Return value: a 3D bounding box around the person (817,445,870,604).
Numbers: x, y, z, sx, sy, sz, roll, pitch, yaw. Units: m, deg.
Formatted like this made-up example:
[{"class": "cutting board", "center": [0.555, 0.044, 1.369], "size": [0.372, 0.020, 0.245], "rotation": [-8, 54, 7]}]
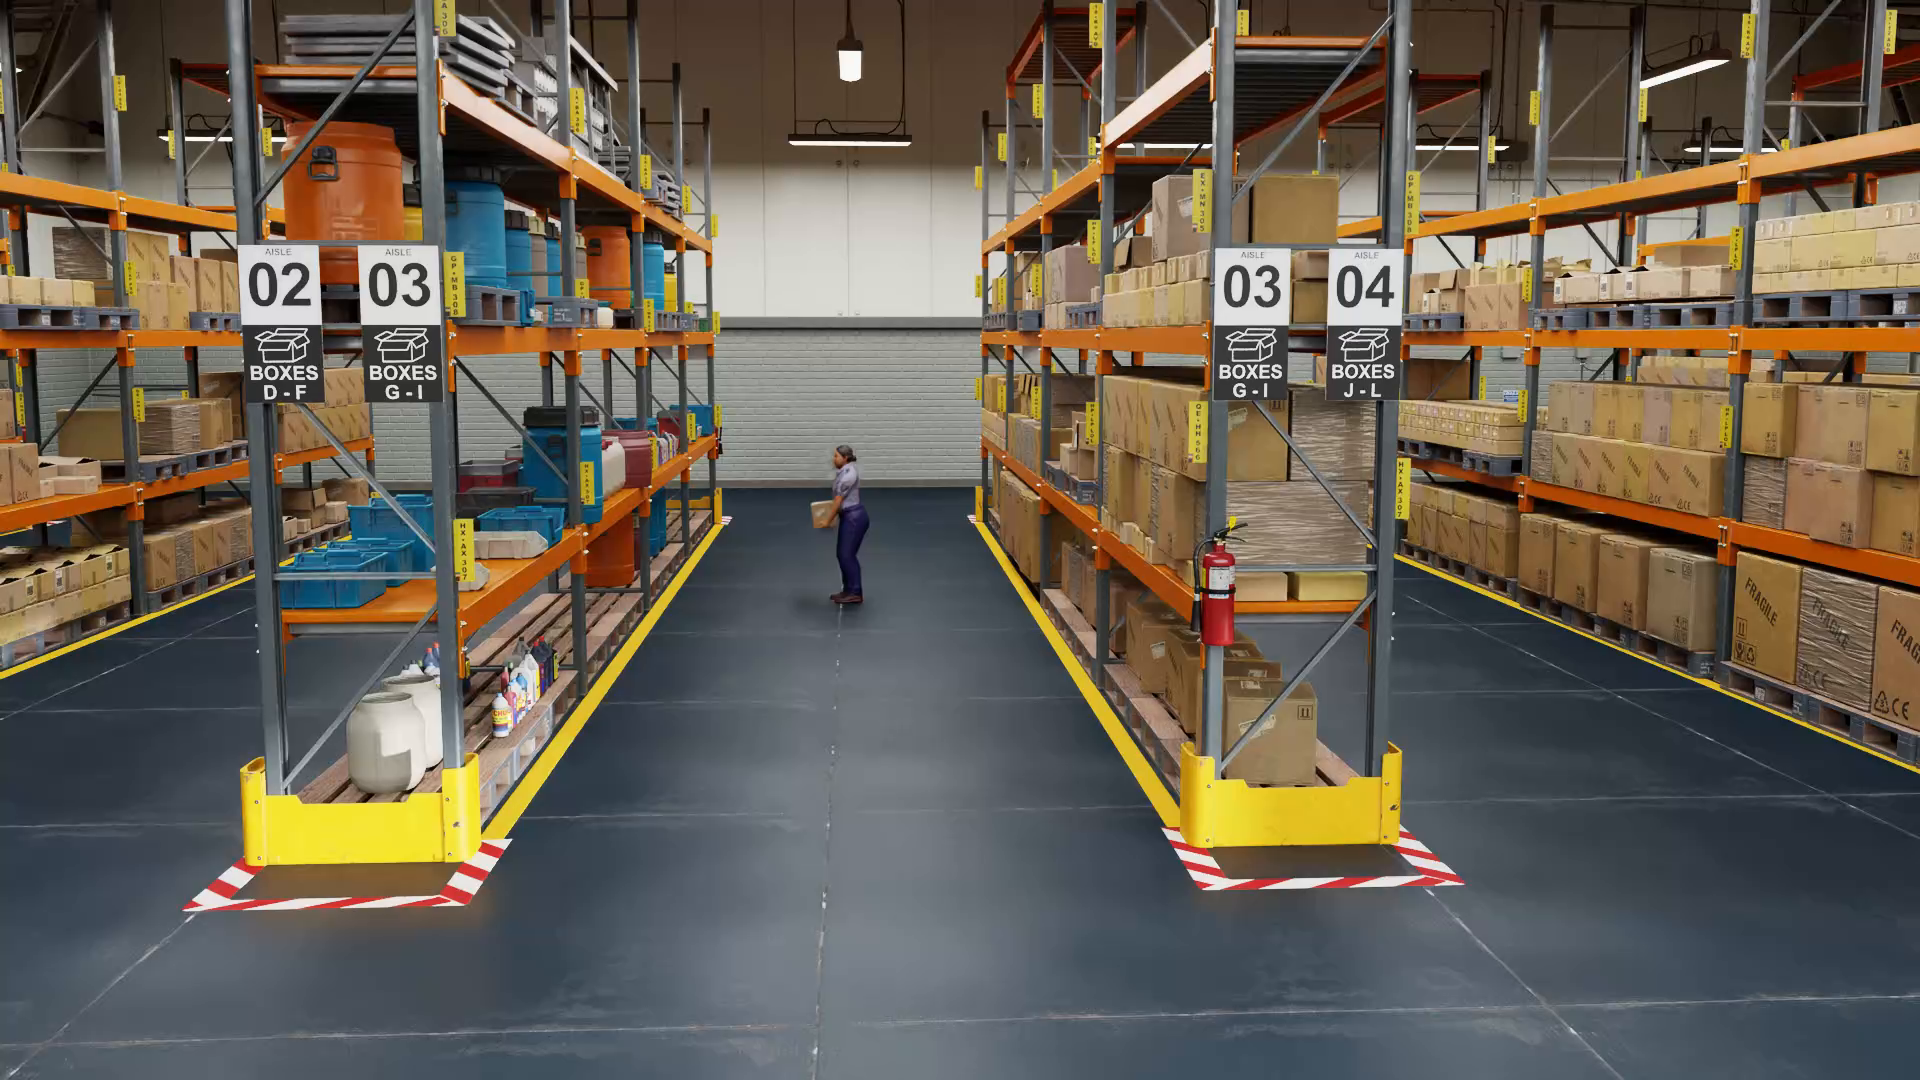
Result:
[{"class": "person", "center": [-1.214, -0.165, 17.297], "size": [0.543, 1.624, 0.433], "rotation": [-1, 7, -5]}]
